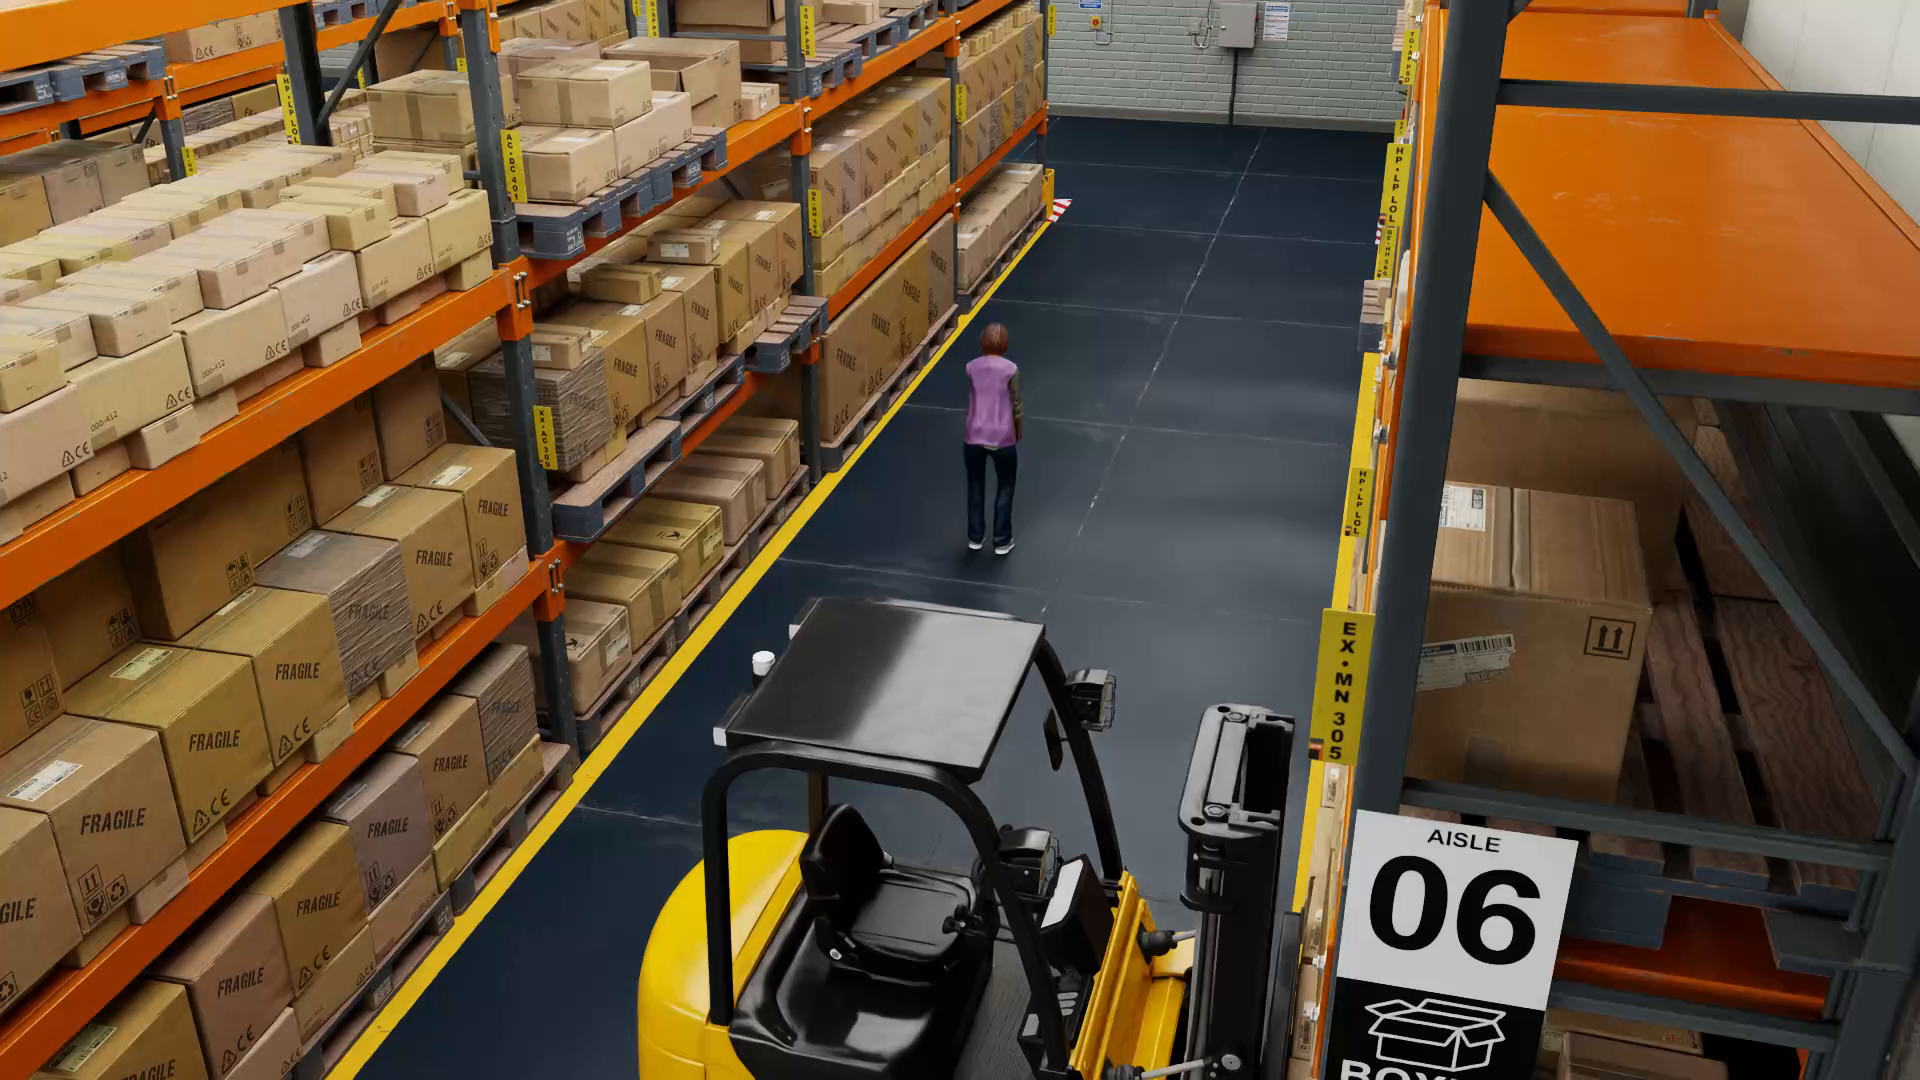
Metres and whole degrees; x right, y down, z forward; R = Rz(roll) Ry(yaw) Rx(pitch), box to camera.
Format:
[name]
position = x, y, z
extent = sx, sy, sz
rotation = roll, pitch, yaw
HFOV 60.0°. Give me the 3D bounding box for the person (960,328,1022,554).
[person]
position = 0.218, -0.687, 11.148
extent = 0.404, 1.578, 0.494
rotation = 7, 27, 14
